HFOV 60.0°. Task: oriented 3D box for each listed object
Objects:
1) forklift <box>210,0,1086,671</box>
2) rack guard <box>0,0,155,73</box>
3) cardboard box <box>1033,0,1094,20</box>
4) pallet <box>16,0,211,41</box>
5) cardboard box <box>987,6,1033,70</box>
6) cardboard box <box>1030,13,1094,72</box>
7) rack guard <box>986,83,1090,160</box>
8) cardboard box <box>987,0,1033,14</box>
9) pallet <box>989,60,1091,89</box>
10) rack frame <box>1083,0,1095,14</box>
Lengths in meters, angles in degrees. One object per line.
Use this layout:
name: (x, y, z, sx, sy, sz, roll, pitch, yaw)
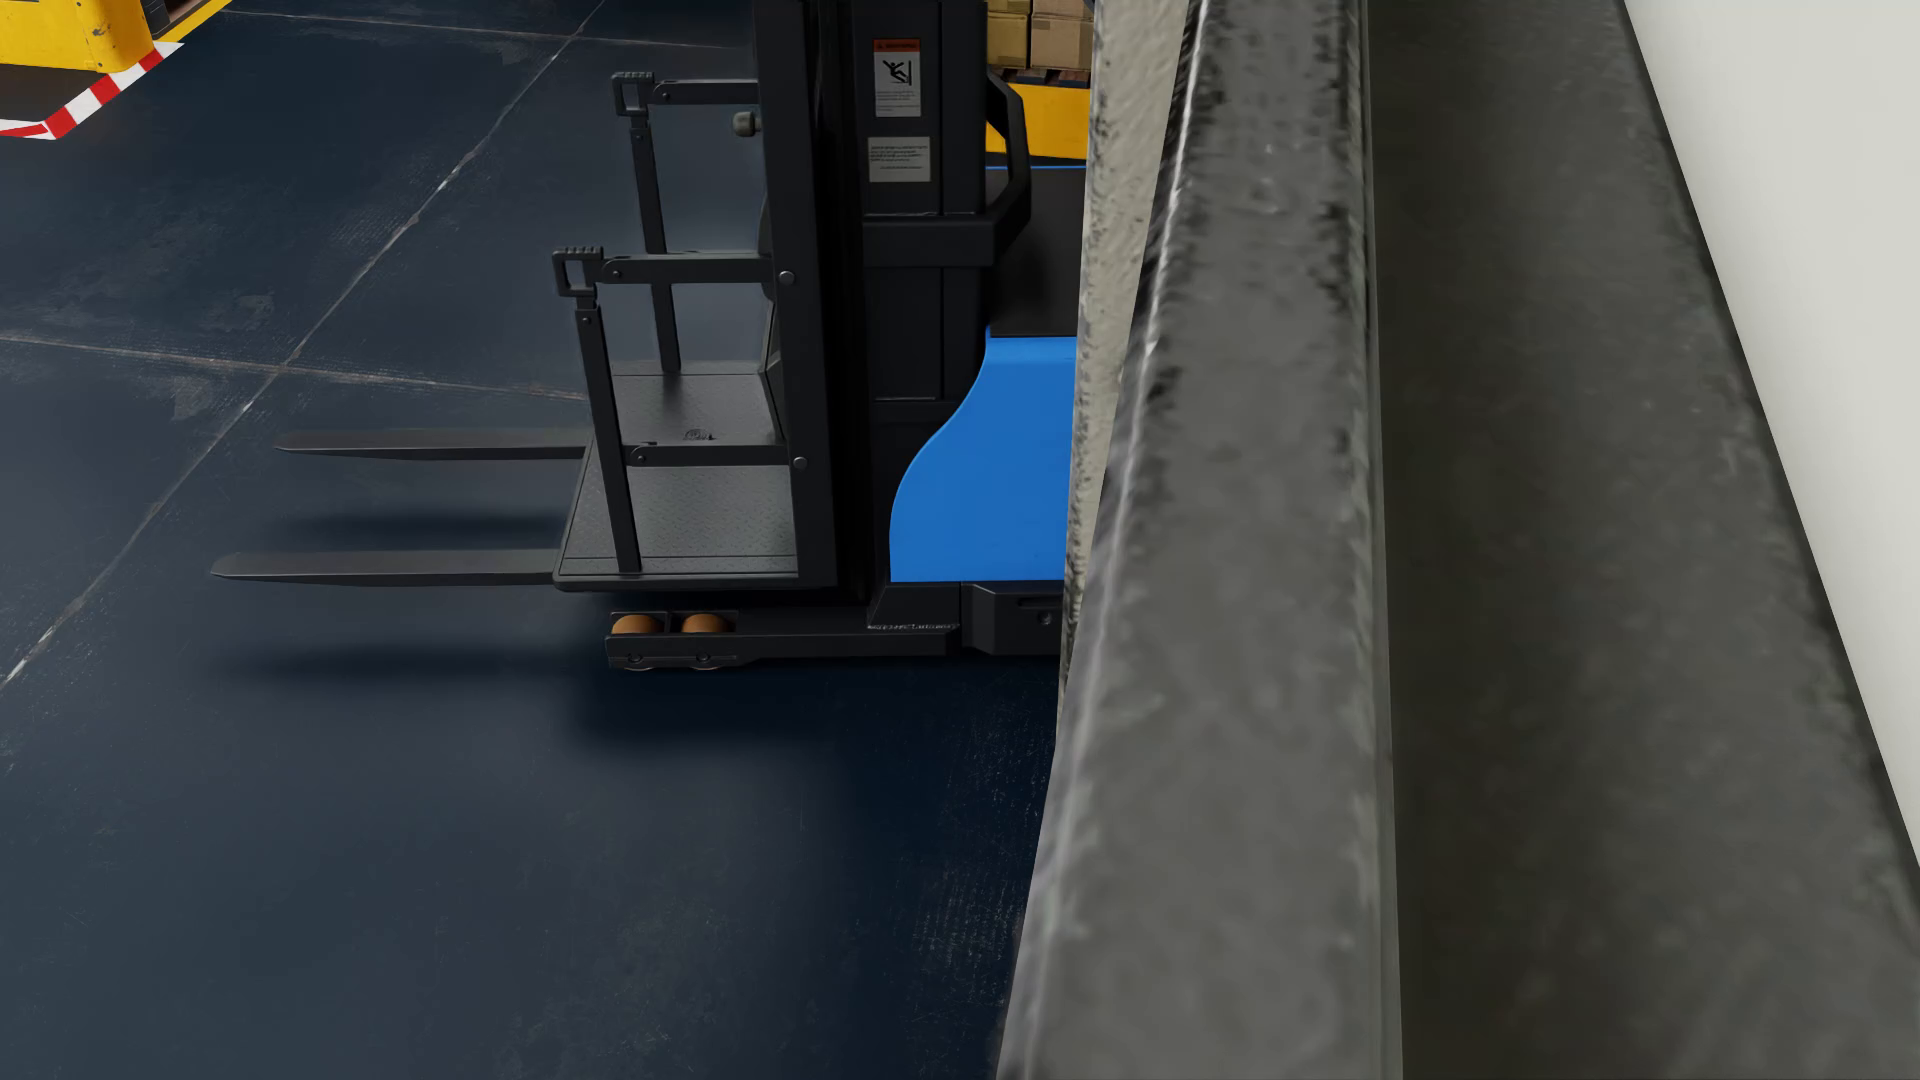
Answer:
forklift: (-0.654, -1.093, 4.272, 3.031, 2.935, 1.130, -1, 40, -1)
rack guard: (-4.550, -2.589, 7.989, 1.175, 0.500, 0.348, 6, 40, 8)
cardboard box: (0.613, -2.527, 7.388, 0.500, 0.250, 0.500, 7, 40, 8)
pallet: (-4.374, -2.984, 8.693, 1.003, 0.211, 1.213, 6, 40, 8)
cardboard box: (0.097, -2.391, 7.617, 0.500, 0.250, 0.500, 7, 40, 8)
cardboard box: (0.604, -2.348, 7.565, 0.500, 0.250, 0.500, 7, 40, 8)
rack guard: (0.323, -1.981, 7.254, 1.175, 0.500, 0.348, 6, 40, 8)
cardboard box: (0.103, -2.594, 7.470, 0.500, 0.250, 0.500, 6, 40, 7)
pallet: (0.418, -2.370, 7.950, 1.003, 0.211, 1.213, 6, 40, 8)
rack frame: (0.327, -2.960, 6.476, 1.000, 3.000, 0.127, 6, 40, 8)
